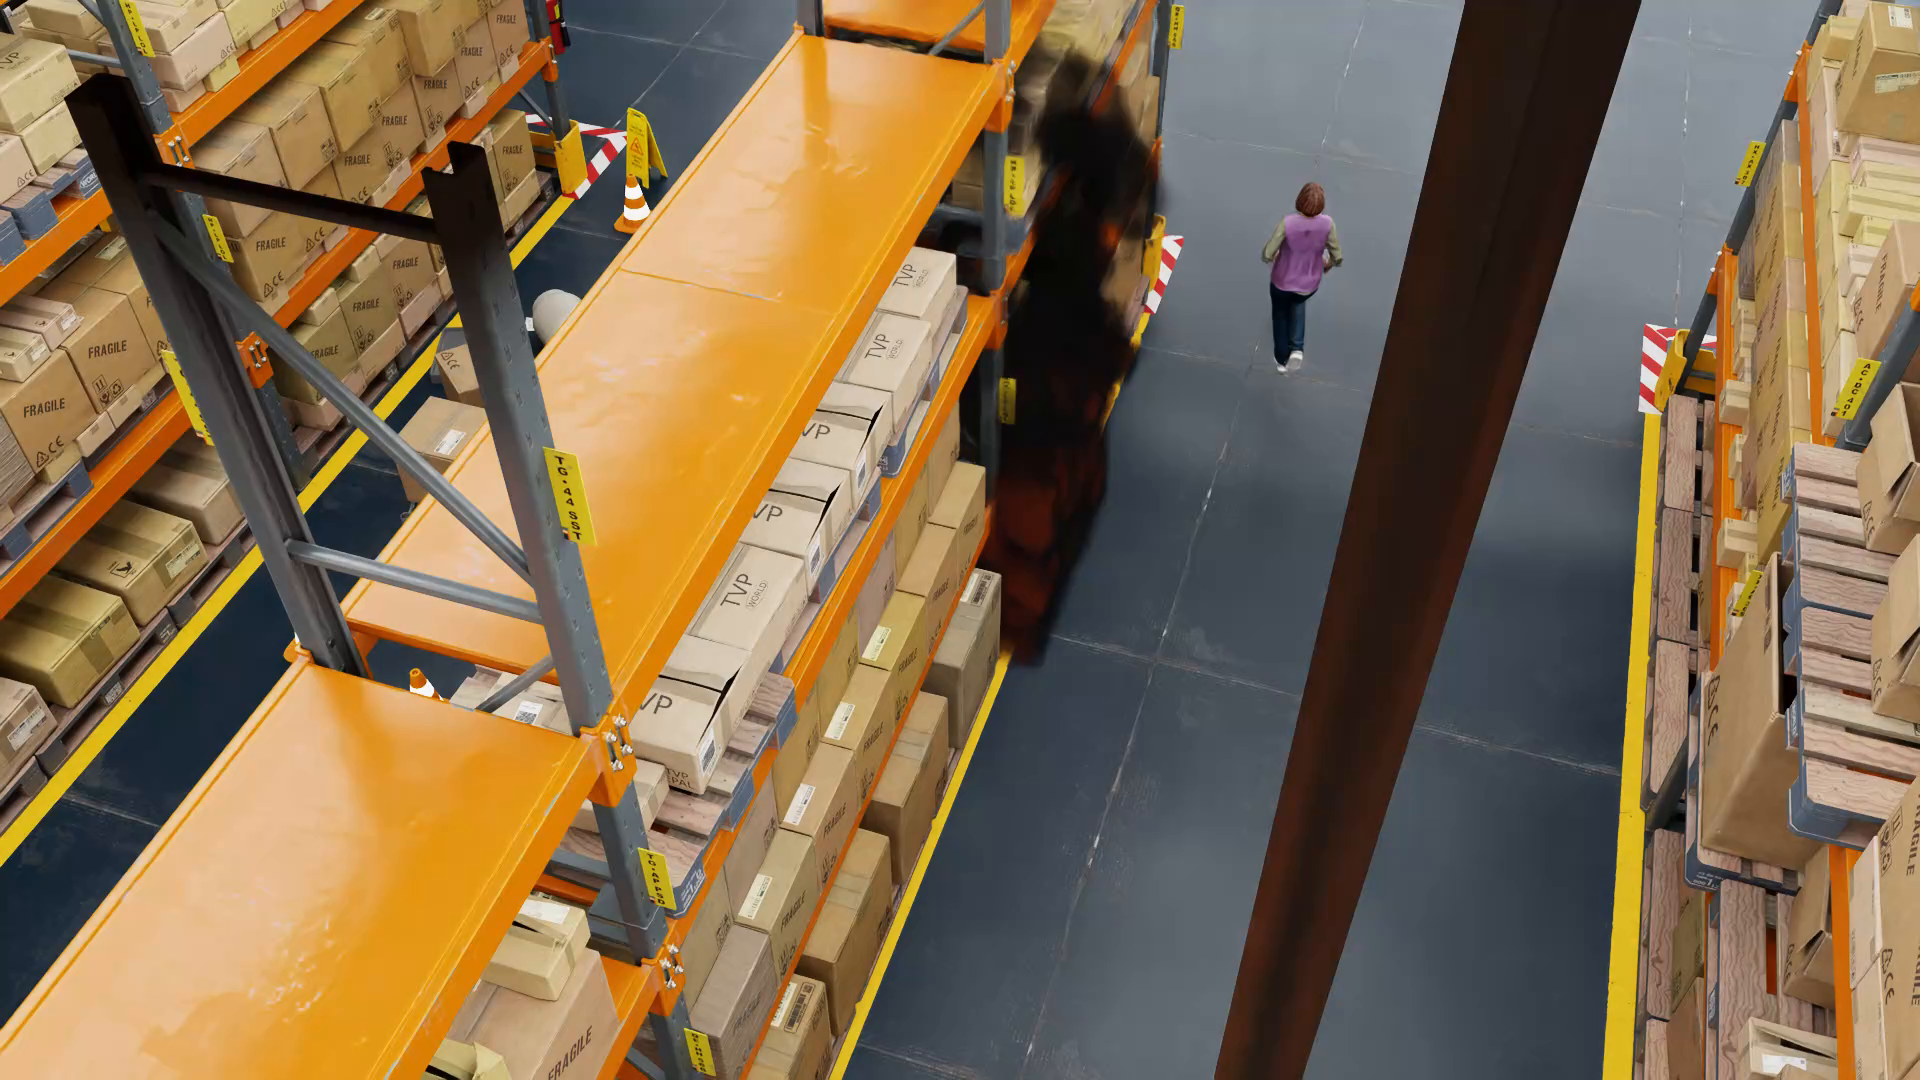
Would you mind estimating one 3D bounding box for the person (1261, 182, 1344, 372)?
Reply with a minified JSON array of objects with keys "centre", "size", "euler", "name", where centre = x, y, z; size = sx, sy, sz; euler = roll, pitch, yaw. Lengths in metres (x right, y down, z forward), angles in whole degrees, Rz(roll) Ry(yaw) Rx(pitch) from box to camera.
[{"centre":[2.300,-1.770,11.387],"size":[0.544,1.564,0.489],"euler":[3,46,3],"name":"person"}]
